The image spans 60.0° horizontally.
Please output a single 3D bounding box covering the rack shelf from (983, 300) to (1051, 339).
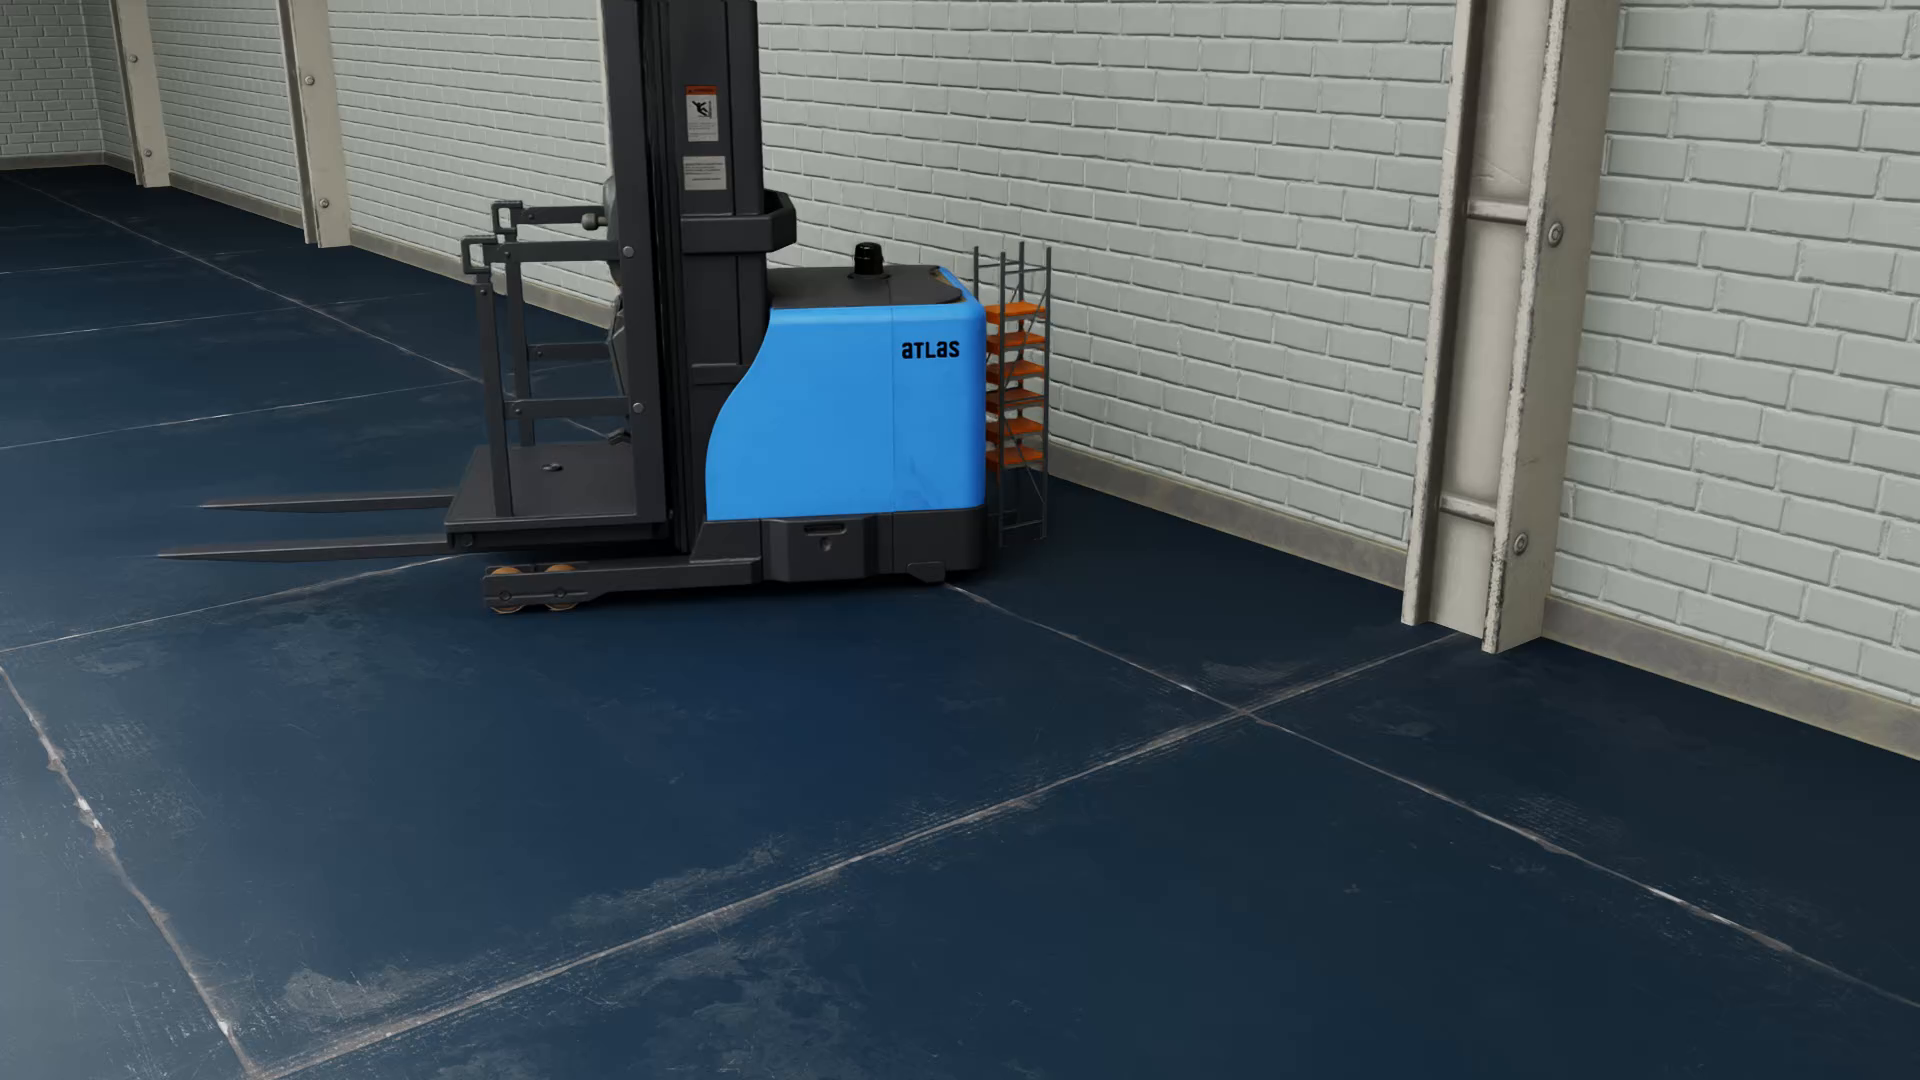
[{"bbox_3d":[0.206,-0.879,6.604,0.258,0.103,0.180,-12,22,-31],"label":"rack shelf"}]

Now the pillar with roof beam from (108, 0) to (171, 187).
[{"bbox_3d":[-12.726,-7.555,15.364,9.100,9.000,0.400,-14,23,-36],"label":"pillar with roof beam"}]

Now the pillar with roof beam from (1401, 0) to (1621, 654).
[{"bbox_3d":[-1.550,-3.120,1.969,9.100,9.000,0.400,-14,23,-36],"label":"pillar with roof beam"}]

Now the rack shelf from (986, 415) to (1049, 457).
[{"bbox_3d":[0.206,-0.423,6.755,0.258,0.103,0.180,-12,22,-31],"label":"rack shelf"}]

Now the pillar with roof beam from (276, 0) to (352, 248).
[{"bbox_3d":[-9.001,-6.077,10.899,9.100,9.000,0.400,-14,23,-36],"label":"pillar with roof beam"}]

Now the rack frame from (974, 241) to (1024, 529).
[{"bbox_3d":[0.155,-0.603,6.776,0.240,1.200,0.006,-12,22,-31],"label":"rack frame"}]

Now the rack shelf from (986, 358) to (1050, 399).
[{"bbox_3d":[0.206,-0.651,6.679,0.258,0.103,0.180,-12,22,-31],"label":"rack shelf"}]

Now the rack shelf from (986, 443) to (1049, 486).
[{"bbox_3d":[0.206,-0.309,6.792,0.258,0.103,0.180,-12,22,-31],"label":"rack shelf"}]

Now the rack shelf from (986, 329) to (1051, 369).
[{"bbox_3d":[0.206,-0.765,6.641,0.258,0.103,0.180,-12,22,-31],"label":"rack shelf"}]

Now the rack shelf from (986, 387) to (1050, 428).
[{"bbox_3d":[0.206,-0.537,6.717,0.258,0.103,0.180,-12,22,-31],"label":"rack shelf"}]

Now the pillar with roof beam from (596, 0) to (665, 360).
[{"bbox_3d":[-5.275,-4.598,6.434,9.100,9.000,0.400,-14,23,-36],"label":"pillar with roof beam"}]

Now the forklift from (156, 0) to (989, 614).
[{"bbox_3d":[-1.453,-1.302,6.131,3.031,2.935,1.130,-3,19,-9],"label":"forklift"}]

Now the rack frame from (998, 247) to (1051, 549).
[{"bbox_3d":[0.256,-0.555,6.630,0.240,1.200,0.006,-12,22,-31],"label":"rack frame"}]

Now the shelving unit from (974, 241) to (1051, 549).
[{"bbox_3d":[0.206,-0.579,6.703,0.258,1.200,0.189,-12,22,-31],"label":"shelving unit"}]
